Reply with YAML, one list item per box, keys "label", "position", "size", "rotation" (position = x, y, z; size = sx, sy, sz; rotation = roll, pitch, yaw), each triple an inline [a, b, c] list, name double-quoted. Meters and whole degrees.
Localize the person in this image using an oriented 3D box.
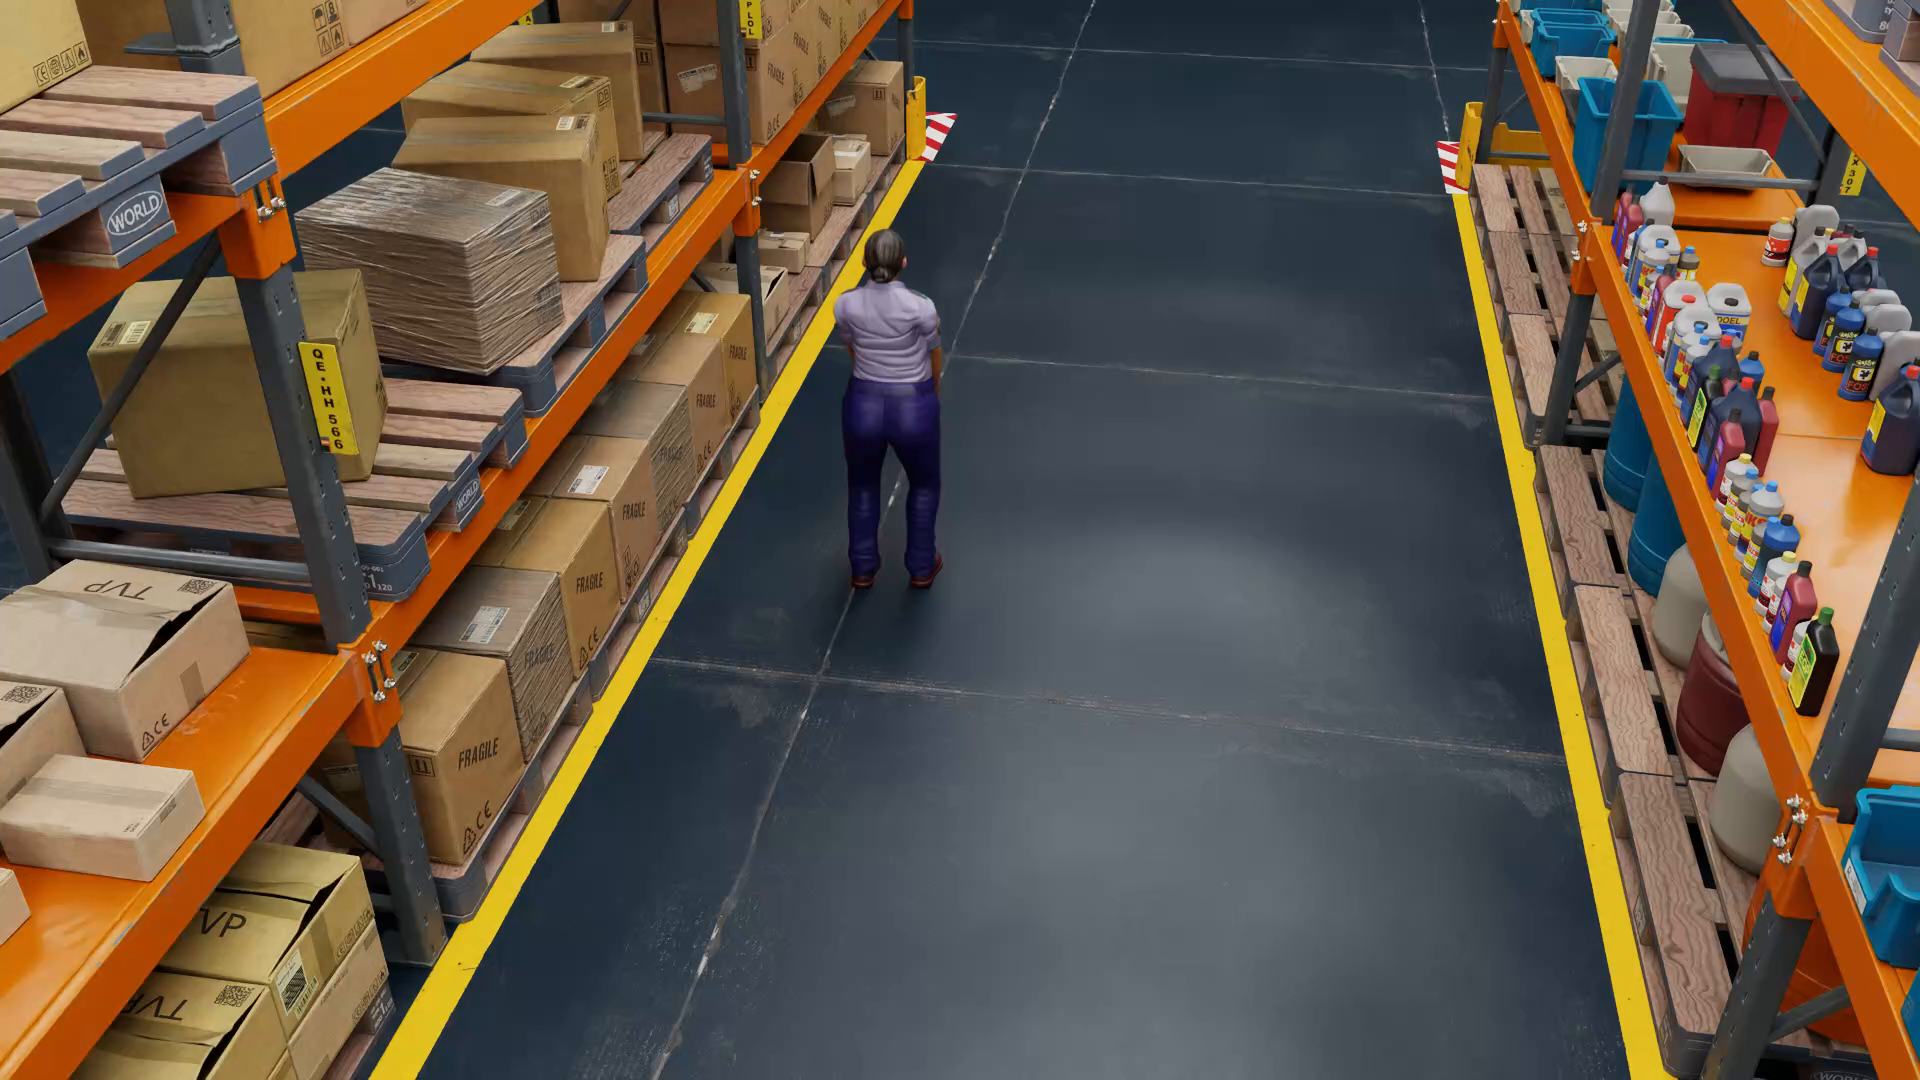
- label: "person"
  position: [-0.285, -0.558, 7.035]
  size: [0.434, 1.645, 0.532]
  rotation: [5, 33, 7]
